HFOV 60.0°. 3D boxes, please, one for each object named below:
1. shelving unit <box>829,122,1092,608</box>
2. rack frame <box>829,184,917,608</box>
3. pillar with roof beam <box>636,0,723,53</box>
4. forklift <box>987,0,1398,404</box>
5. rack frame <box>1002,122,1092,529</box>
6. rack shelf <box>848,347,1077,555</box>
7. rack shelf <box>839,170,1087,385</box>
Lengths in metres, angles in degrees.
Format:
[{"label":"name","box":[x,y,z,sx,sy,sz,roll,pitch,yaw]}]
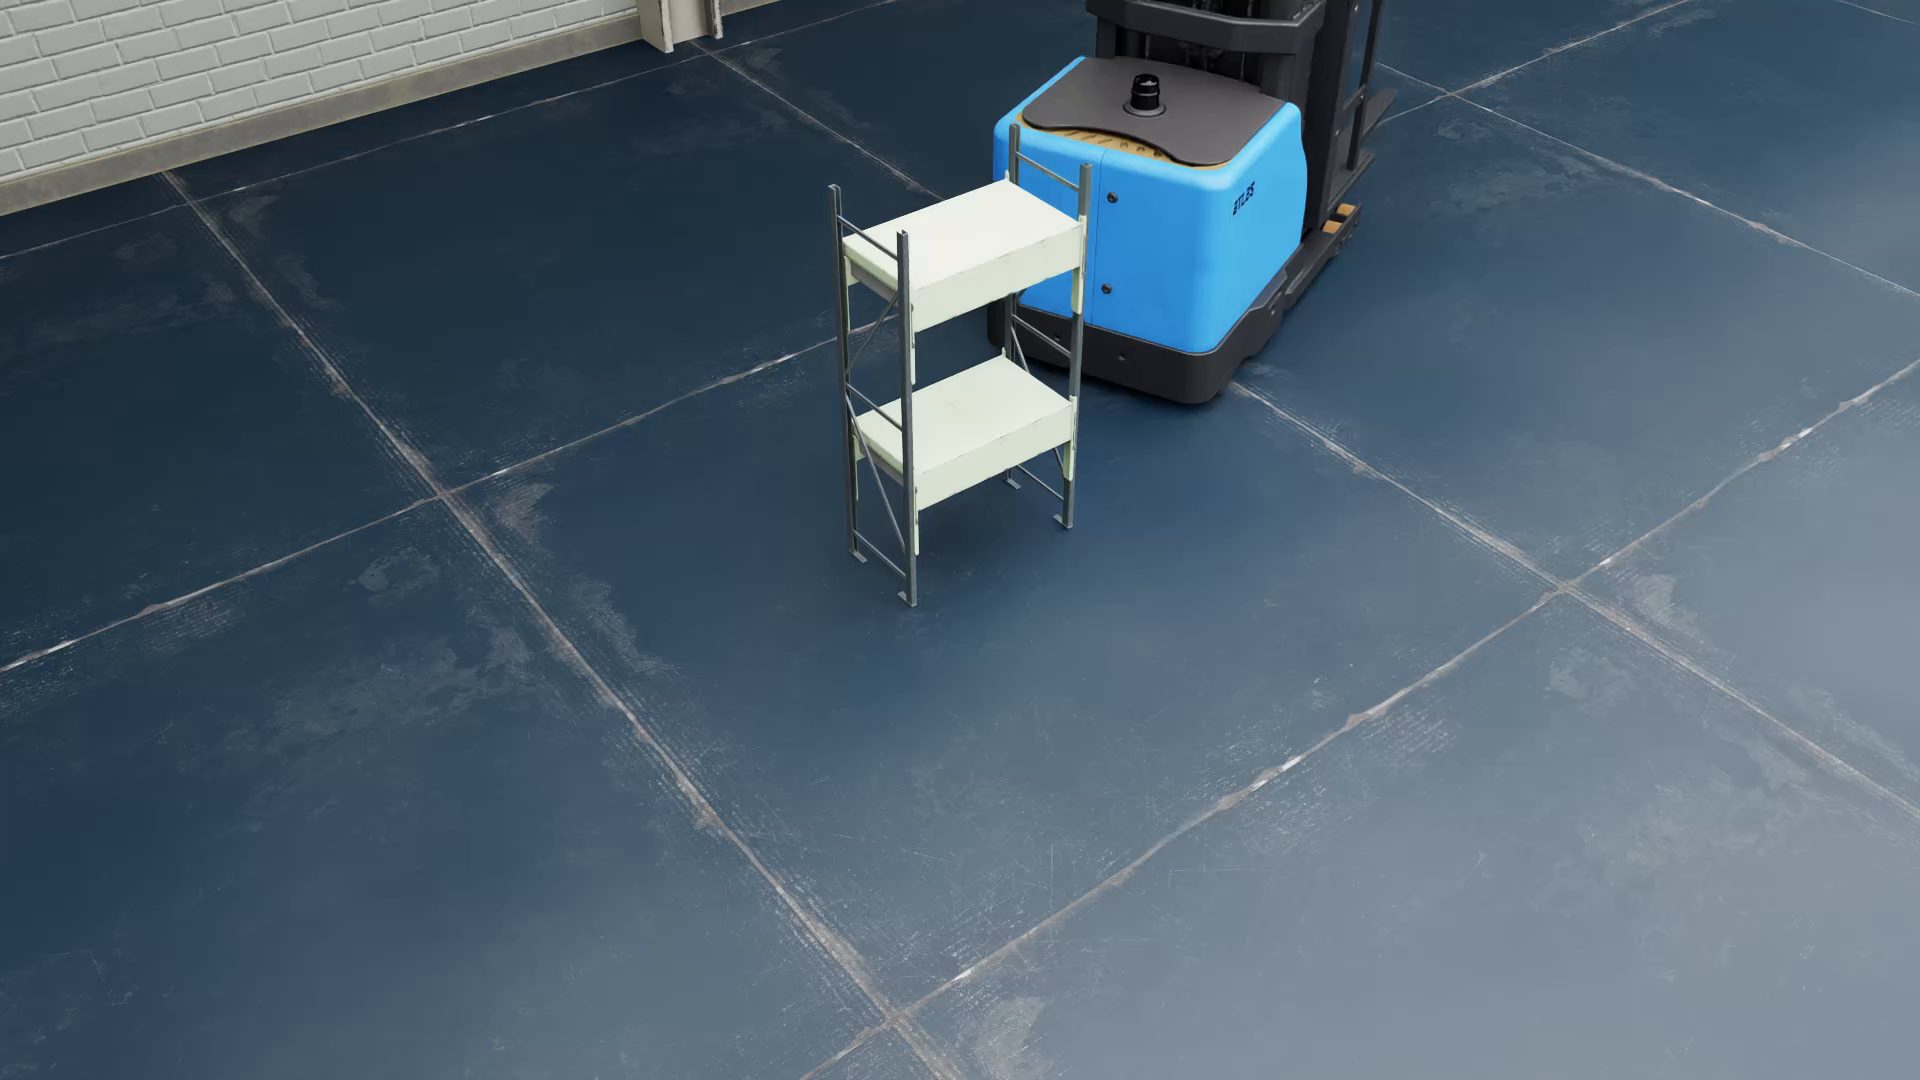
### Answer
[{"label":"shelving unit","box":[0.005,-0.582,5.777,0.755,1.500,0.431,-26,46,-28]},{"label":"rack frame","box":[-0.285,-0.441,5.605,0.023,1.500,0.400,-26,46,-28]},{"label":"pillar with roof beam","box":[0.966,-4.313,4.412,0.400,9.000,9.100,-26,46,-28]},{"label":"forklift","box":[1.280,-2.609,7.119,1.130,2.935,3.031,20,43,22]},{"label":"rack frame","box":[0.295,-0.724,5.950,0.023,1.500,0.400,-26,46,-28]},{"label":"rack shelf","box":[0.005,-0.330,5.984,0.720,0.370,0.431,-26,46,-28]},{"label":"rack shelf","box":[0.005,-0.884,5.530,0.720,0.370,0.431,-26,46,-28]}]
